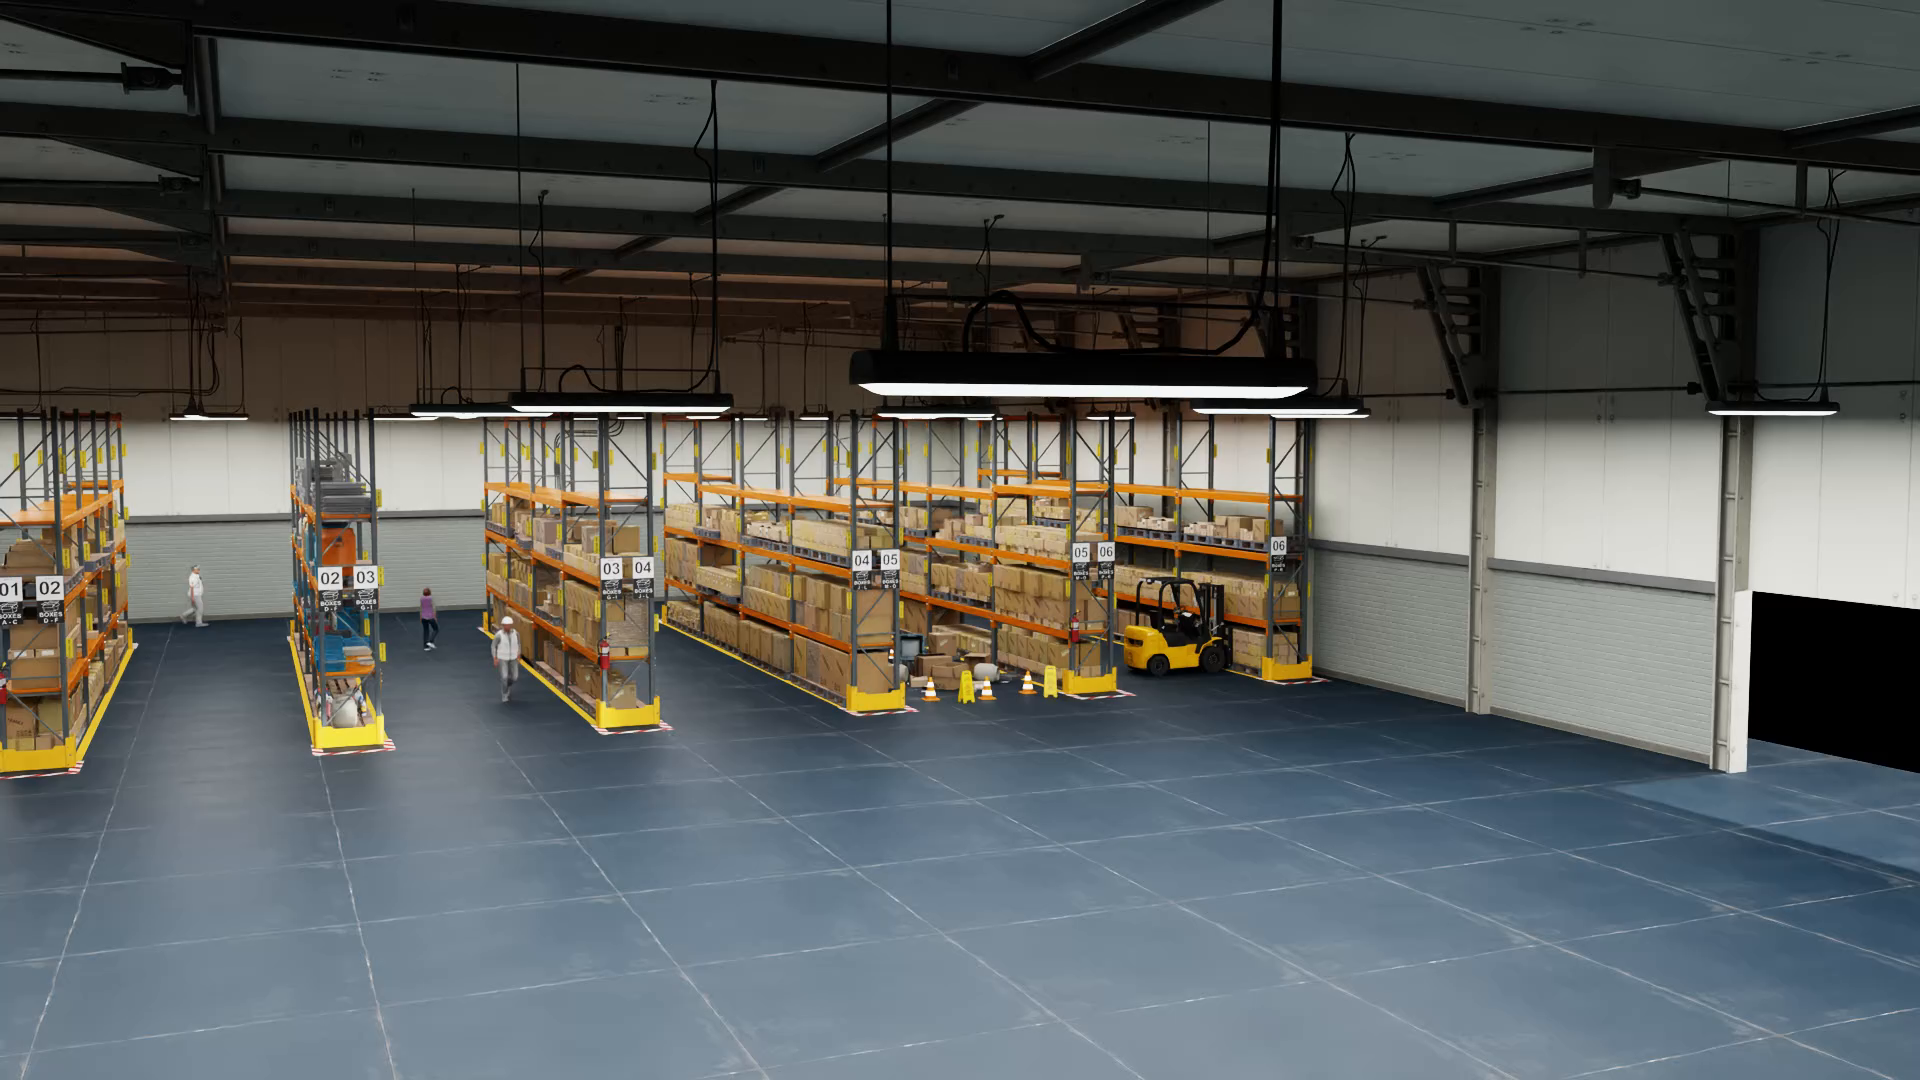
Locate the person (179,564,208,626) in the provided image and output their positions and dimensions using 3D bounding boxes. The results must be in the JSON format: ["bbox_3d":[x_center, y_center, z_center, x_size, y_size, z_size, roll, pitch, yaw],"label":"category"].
[{"bbox_3d":[-21.565,1.557,46.787,0.708,1.746,0.520,-2,4,-27],"label":"person"}]

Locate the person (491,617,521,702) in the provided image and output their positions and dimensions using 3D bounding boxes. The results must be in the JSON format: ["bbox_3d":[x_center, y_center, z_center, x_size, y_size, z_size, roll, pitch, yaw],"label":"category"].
[{"bbox_3d":[-9.411,2.444,34.434,0.624,1.755,0.638,-3,5,-36],"label":"person"}]

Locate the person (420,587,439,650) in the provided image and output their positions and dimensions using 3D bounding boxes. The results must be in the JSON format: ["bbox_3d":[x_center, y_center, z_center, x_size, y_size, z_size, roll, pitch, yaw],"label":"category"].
[{"bbox_3d":[-13.411,1.994,41.887,0.454,1.598,0.435,1,4,11],"label":"person"}]
